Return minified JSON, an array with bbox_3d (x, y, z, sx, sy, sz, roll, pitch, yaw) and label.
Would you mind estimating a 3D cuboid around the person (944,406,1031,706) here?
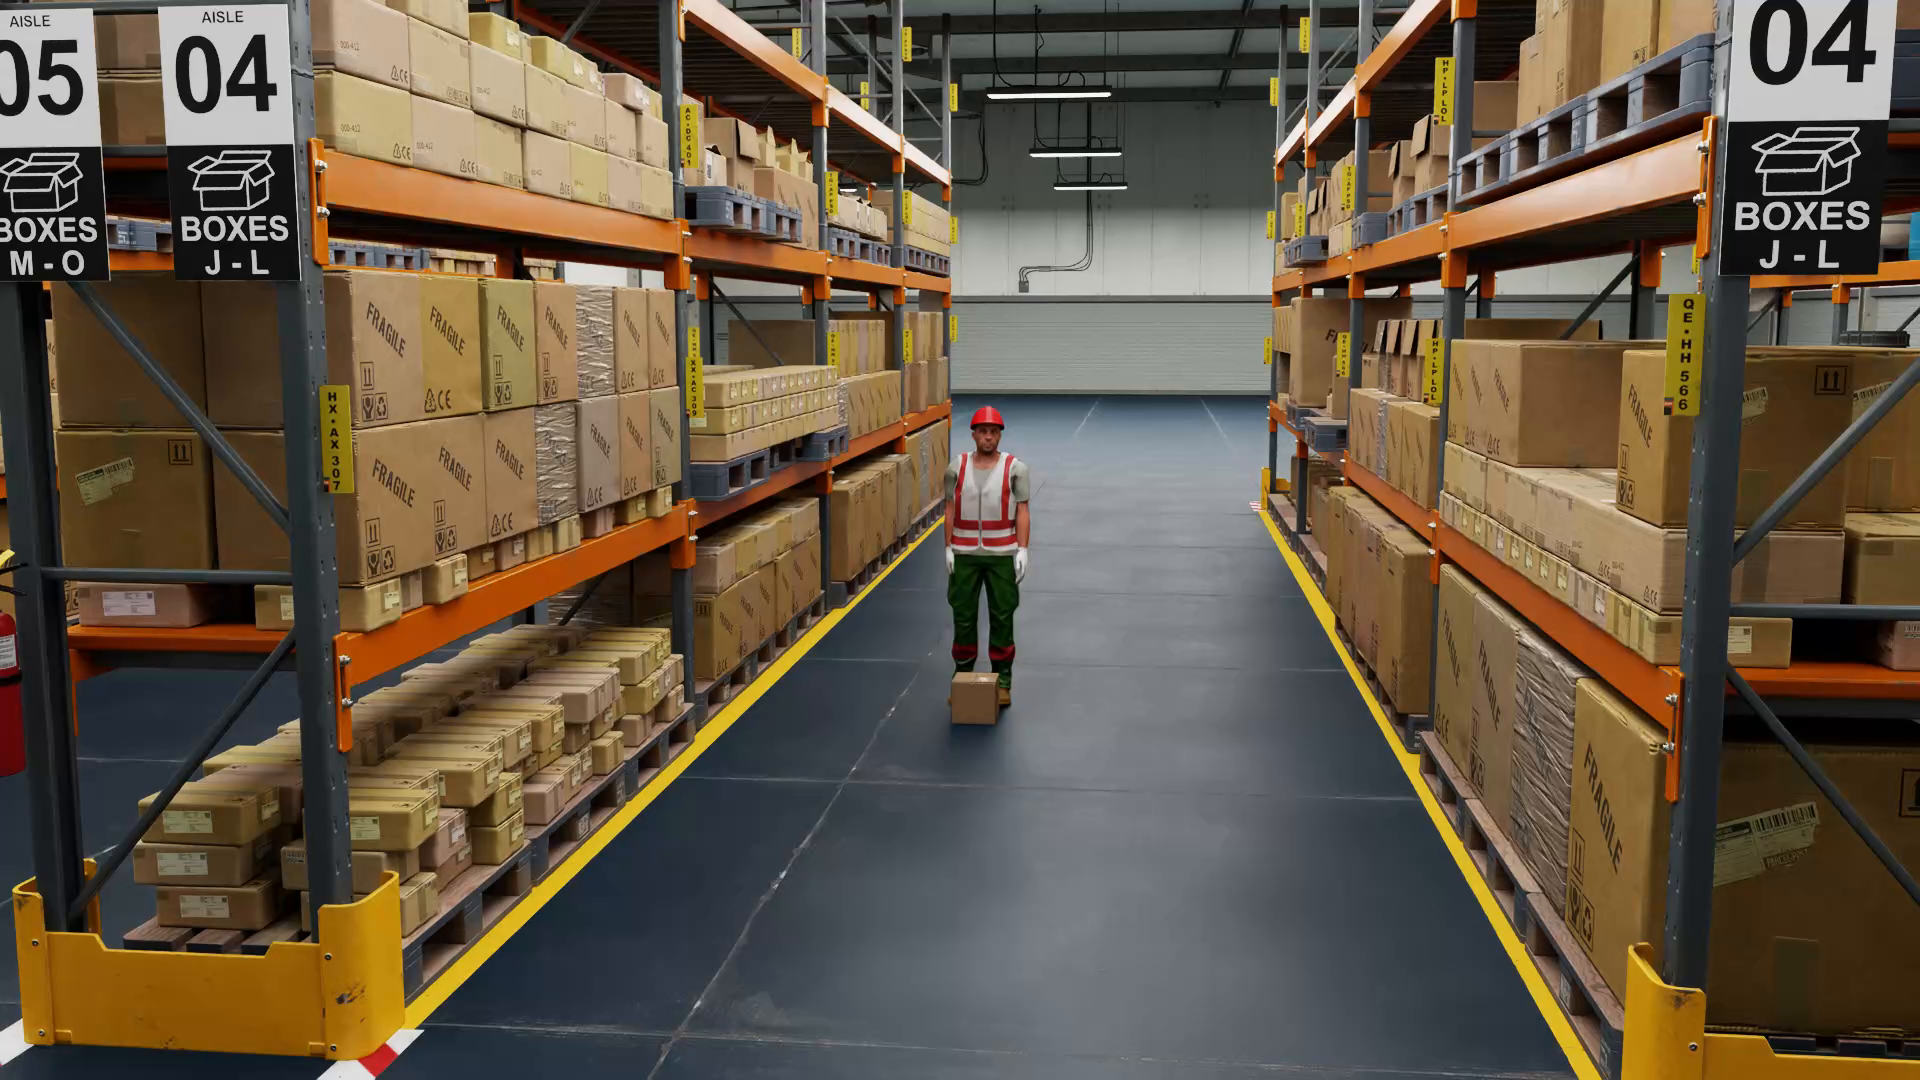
[{"bbox_3d":[0.156,0.101,9.978,0.525,1.806,0.349,1,8,7],"label":"person"}]
